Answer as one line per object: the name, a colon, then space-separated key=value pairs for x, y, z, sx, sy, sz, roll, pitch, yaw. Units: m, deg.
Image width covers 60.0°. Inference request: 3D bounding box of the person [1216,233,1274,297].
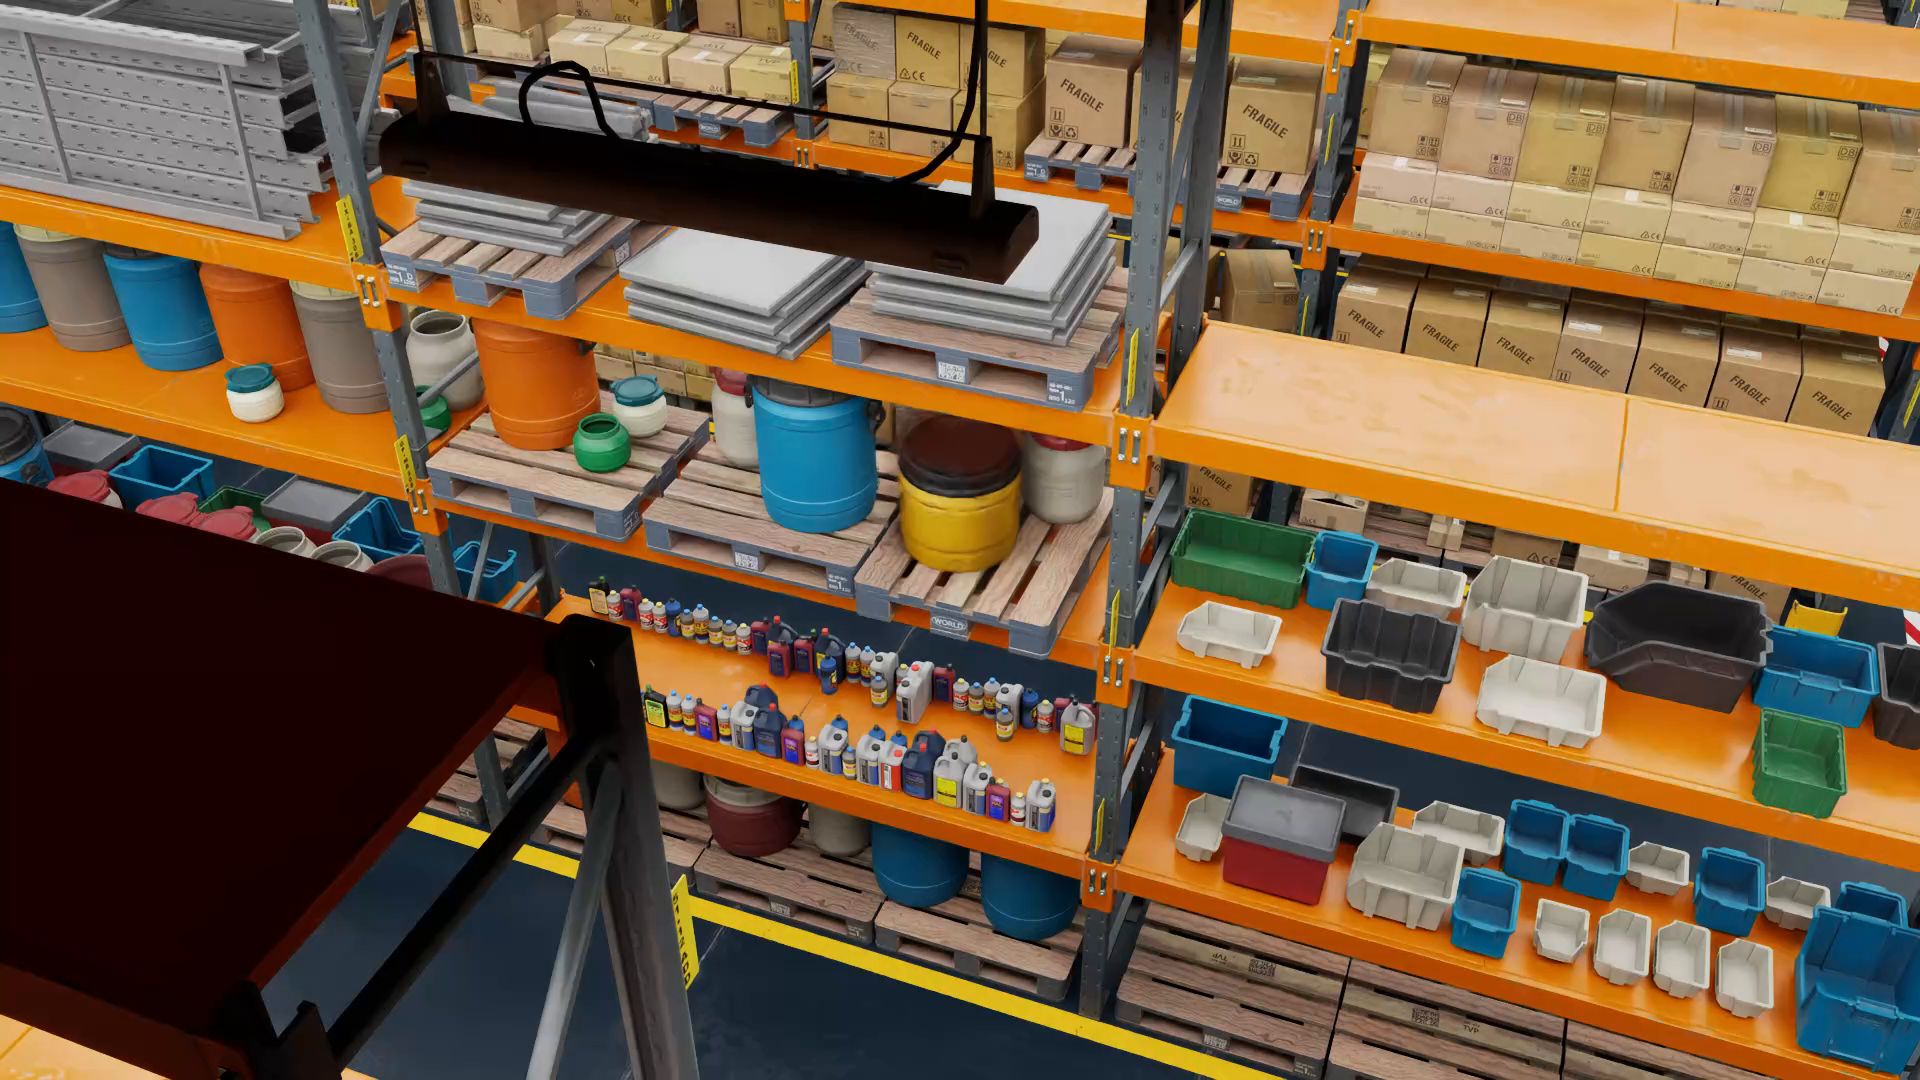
person: x=2.807 y=-2.939 z=16.001 sx=1.058 sy=1.585 sz=0.519 roll=4 pitch=37 yaw=5
